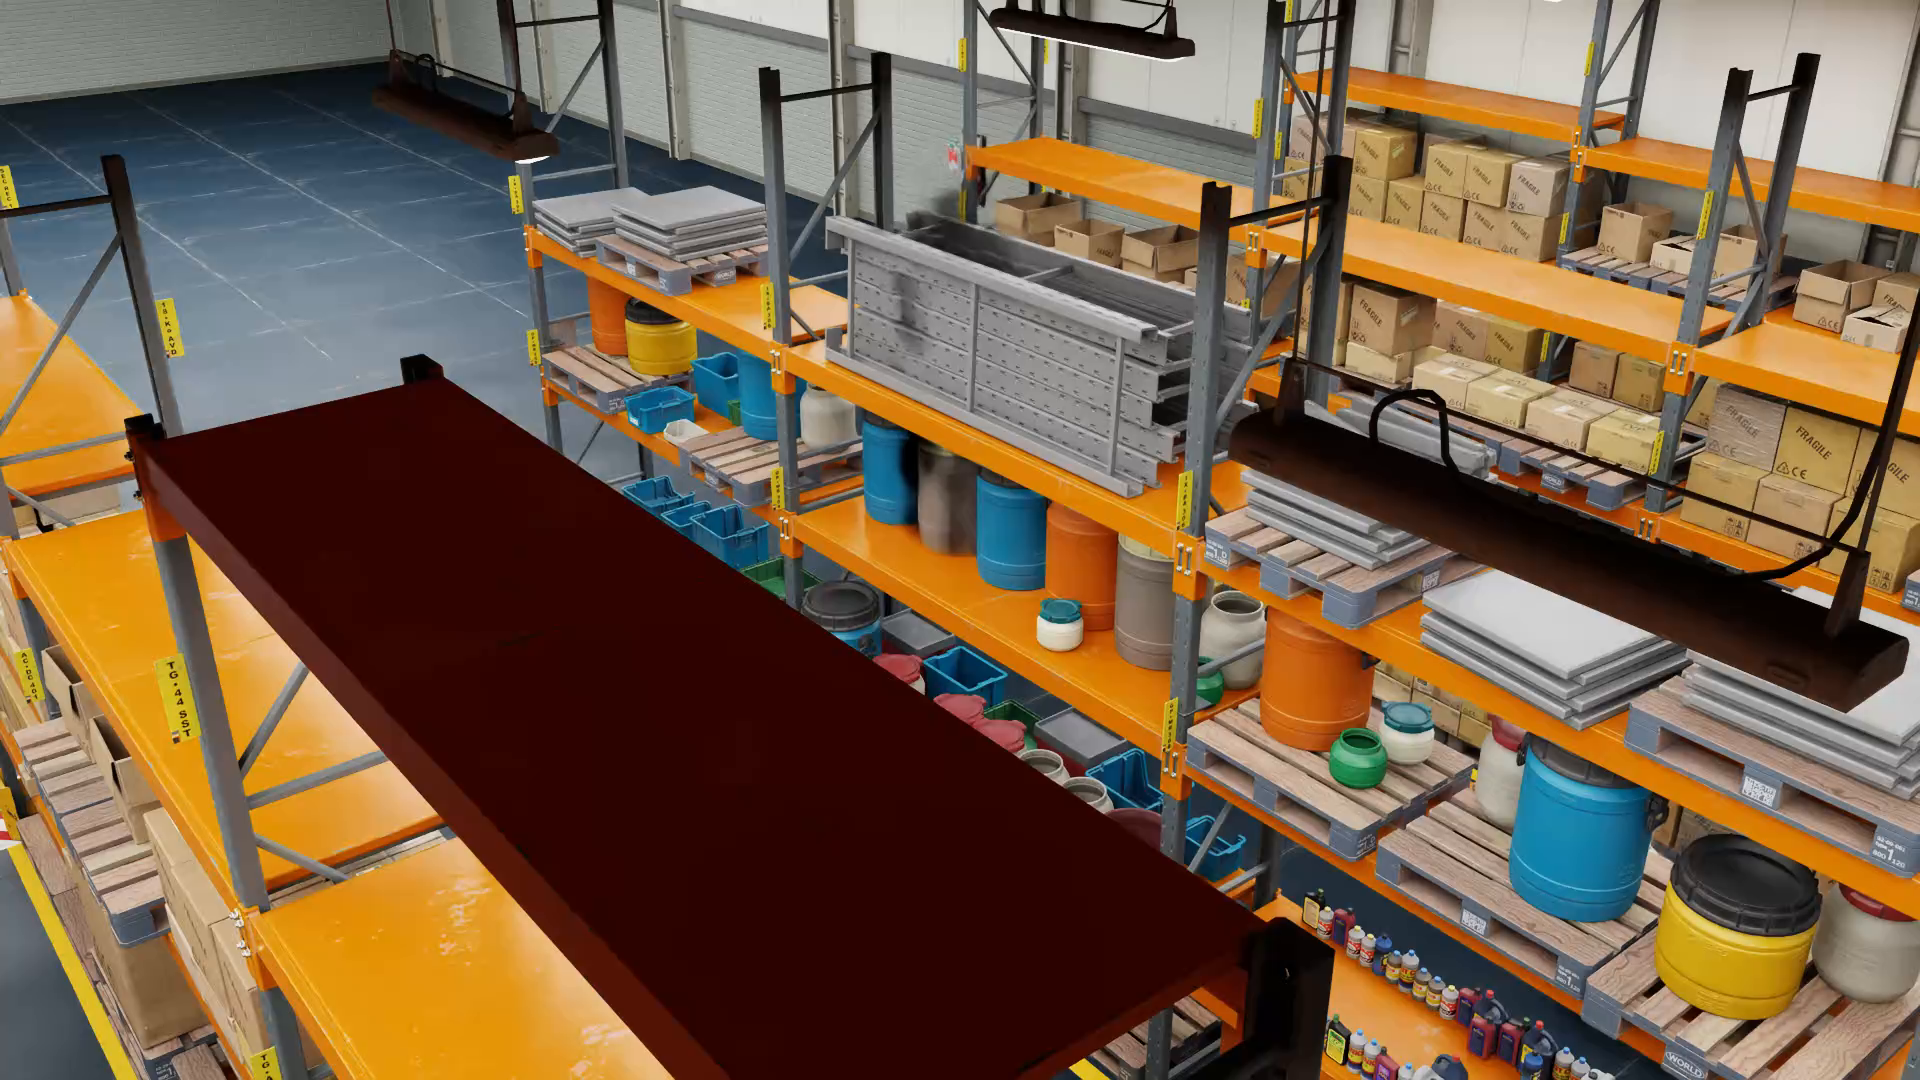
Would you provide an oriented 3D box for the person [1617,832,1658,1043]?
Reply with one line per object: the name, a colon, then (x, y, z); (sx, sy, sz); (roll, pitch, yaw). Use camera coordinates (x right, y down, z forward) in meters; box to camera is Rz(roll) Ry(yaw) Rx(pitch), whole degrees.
person: (4.299, 2.486, 11.037); (0.928, 1.685, 0.676); (21, 33, 37)
